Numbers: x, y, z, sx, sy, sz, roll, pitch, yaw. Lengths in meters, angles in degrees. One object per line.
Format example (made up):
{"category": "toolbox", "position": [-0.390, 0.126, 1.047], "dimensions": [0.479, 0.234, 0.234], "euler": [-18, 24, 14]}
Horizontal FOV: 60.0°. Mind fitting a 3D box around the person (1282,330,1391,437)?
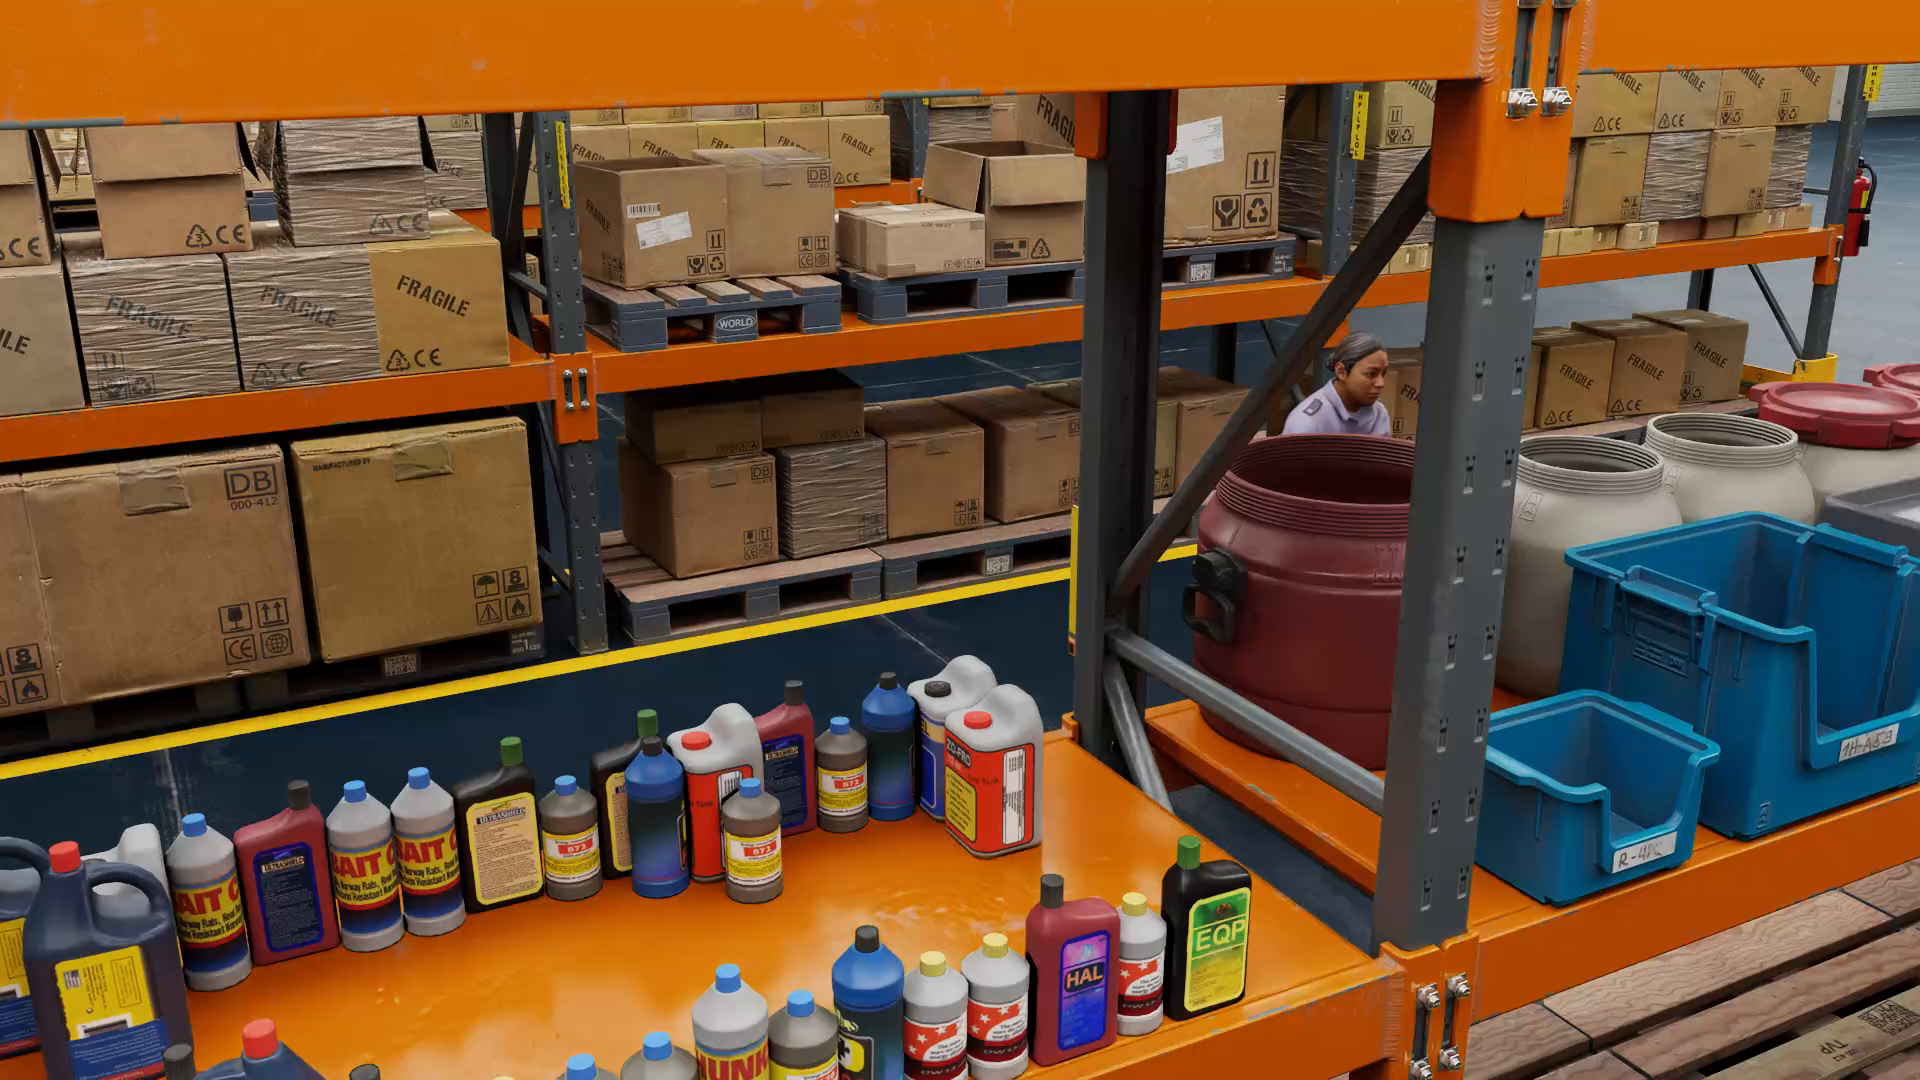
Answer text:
{"category": "person", "position": [1.299, 0.074, 5.855], "dimensions": [0.560, 1.651, 0.426], "euler": [-11, 22, -30]}
